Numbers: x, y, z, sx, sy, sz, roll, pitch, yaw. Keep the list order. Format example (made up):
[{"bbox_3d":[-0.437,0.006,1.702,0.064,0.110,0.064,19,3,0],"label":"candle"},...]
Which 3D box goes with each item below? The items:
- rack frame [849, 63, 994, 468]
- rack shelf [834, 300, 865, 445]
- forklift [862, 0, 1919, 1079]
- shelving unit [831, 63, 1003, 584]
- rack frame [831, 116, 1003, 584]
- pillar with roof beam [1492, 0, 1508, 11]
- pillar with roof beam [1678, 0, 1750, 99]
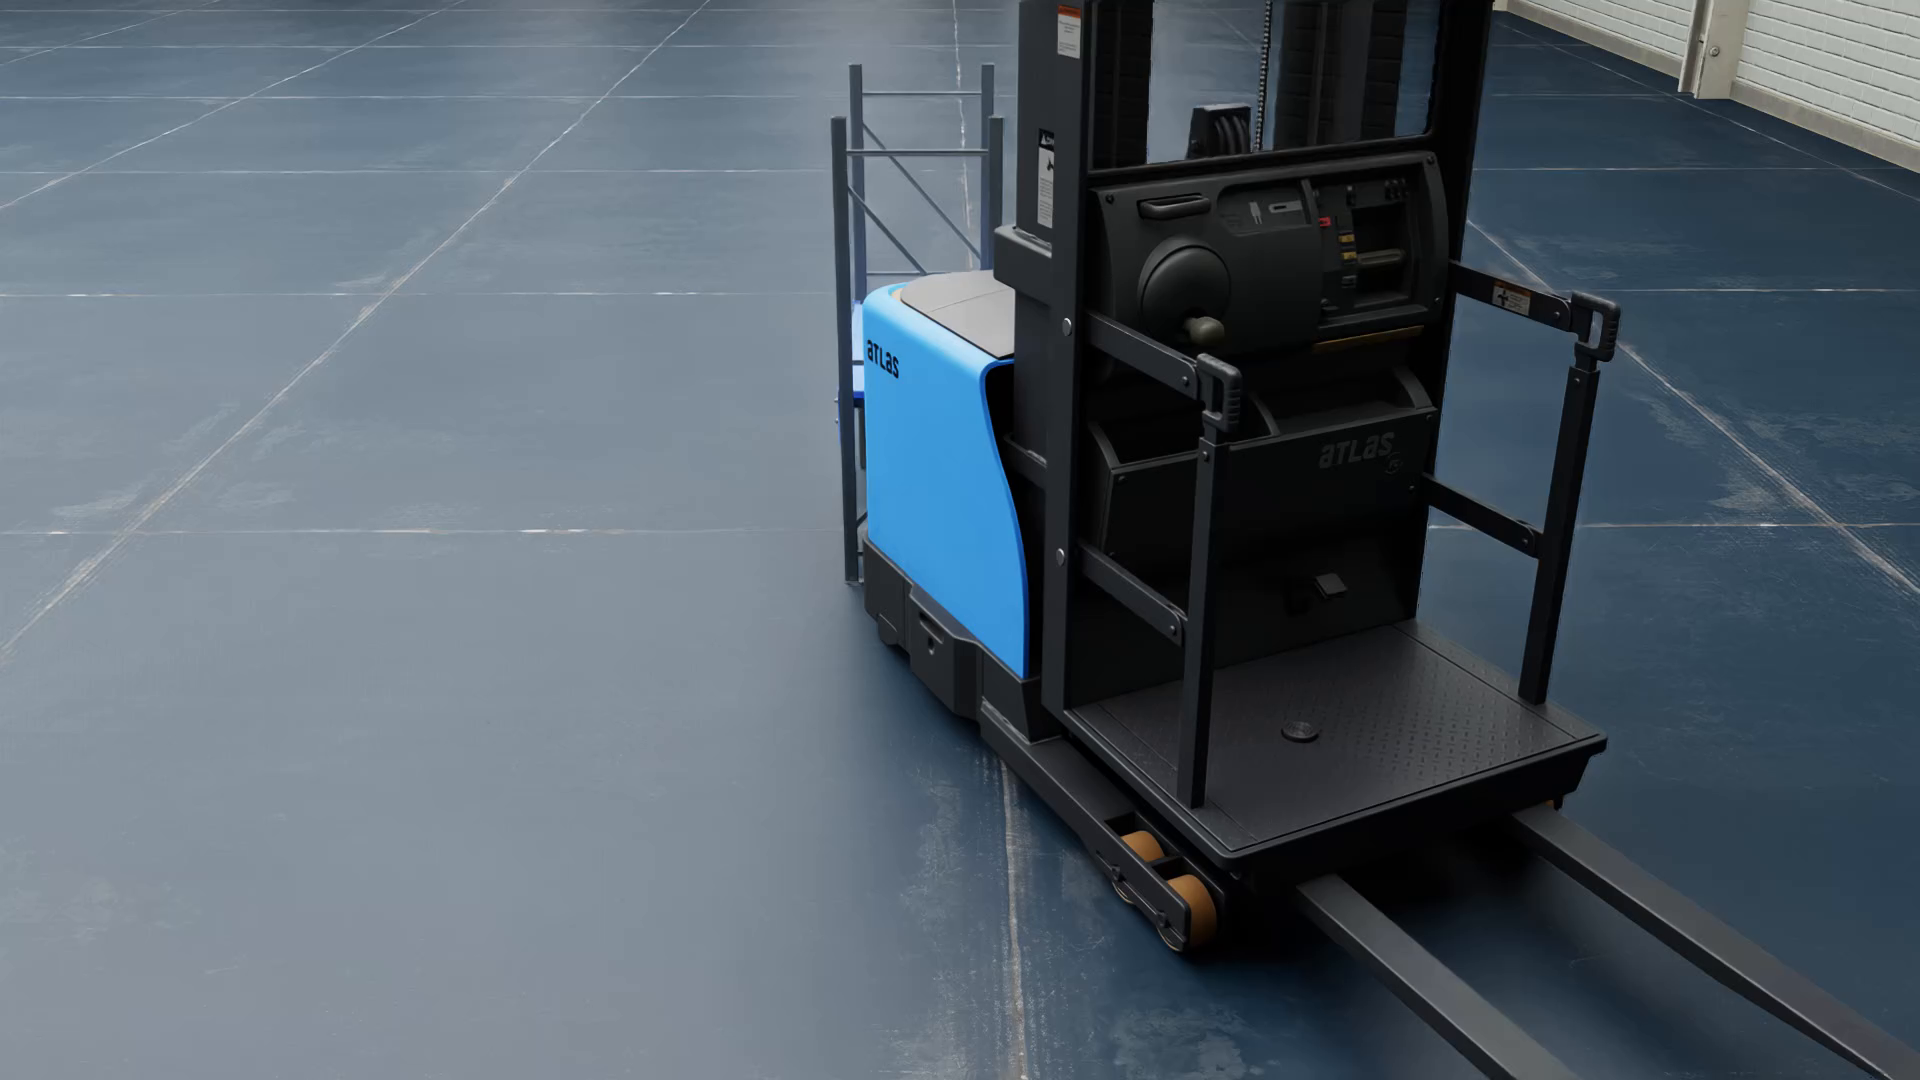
[{"bbox_3d":[-0.133,-0.965,6.063,0.500,1.500,0.032,0,24,0],"label":"rack frame"},{"bbox_3d":[-0.129,-0.591,5.674,0.538,0.185,1.000,0,24,0],"label":"rack shelf"},{"bbox_3d":[0.820,-0.627,3.579,1.130,2.935,3.031,-12,27,-24],"label":"forklift"},{"bbox_3d":[-0.129,-0.755,5.600,0.538,1.500,1.048,0,24,0],"label":"shelving unit"},{"bbox_3d":[-0.125,-0.546,5.136,0.500,1.500,0.032,0,24,0],"label":"rack frame"},{"bbox_3d":[1.946,-10.330,17.670,9.100,9.000,0.400,0,24,-1],"label":"pillar with roof beam"},{"bbox_3d":[2.012,-7.858,12.204,9.100,9.000,0.400,0,24,-1],"label":"pillar with roof beam"}]
